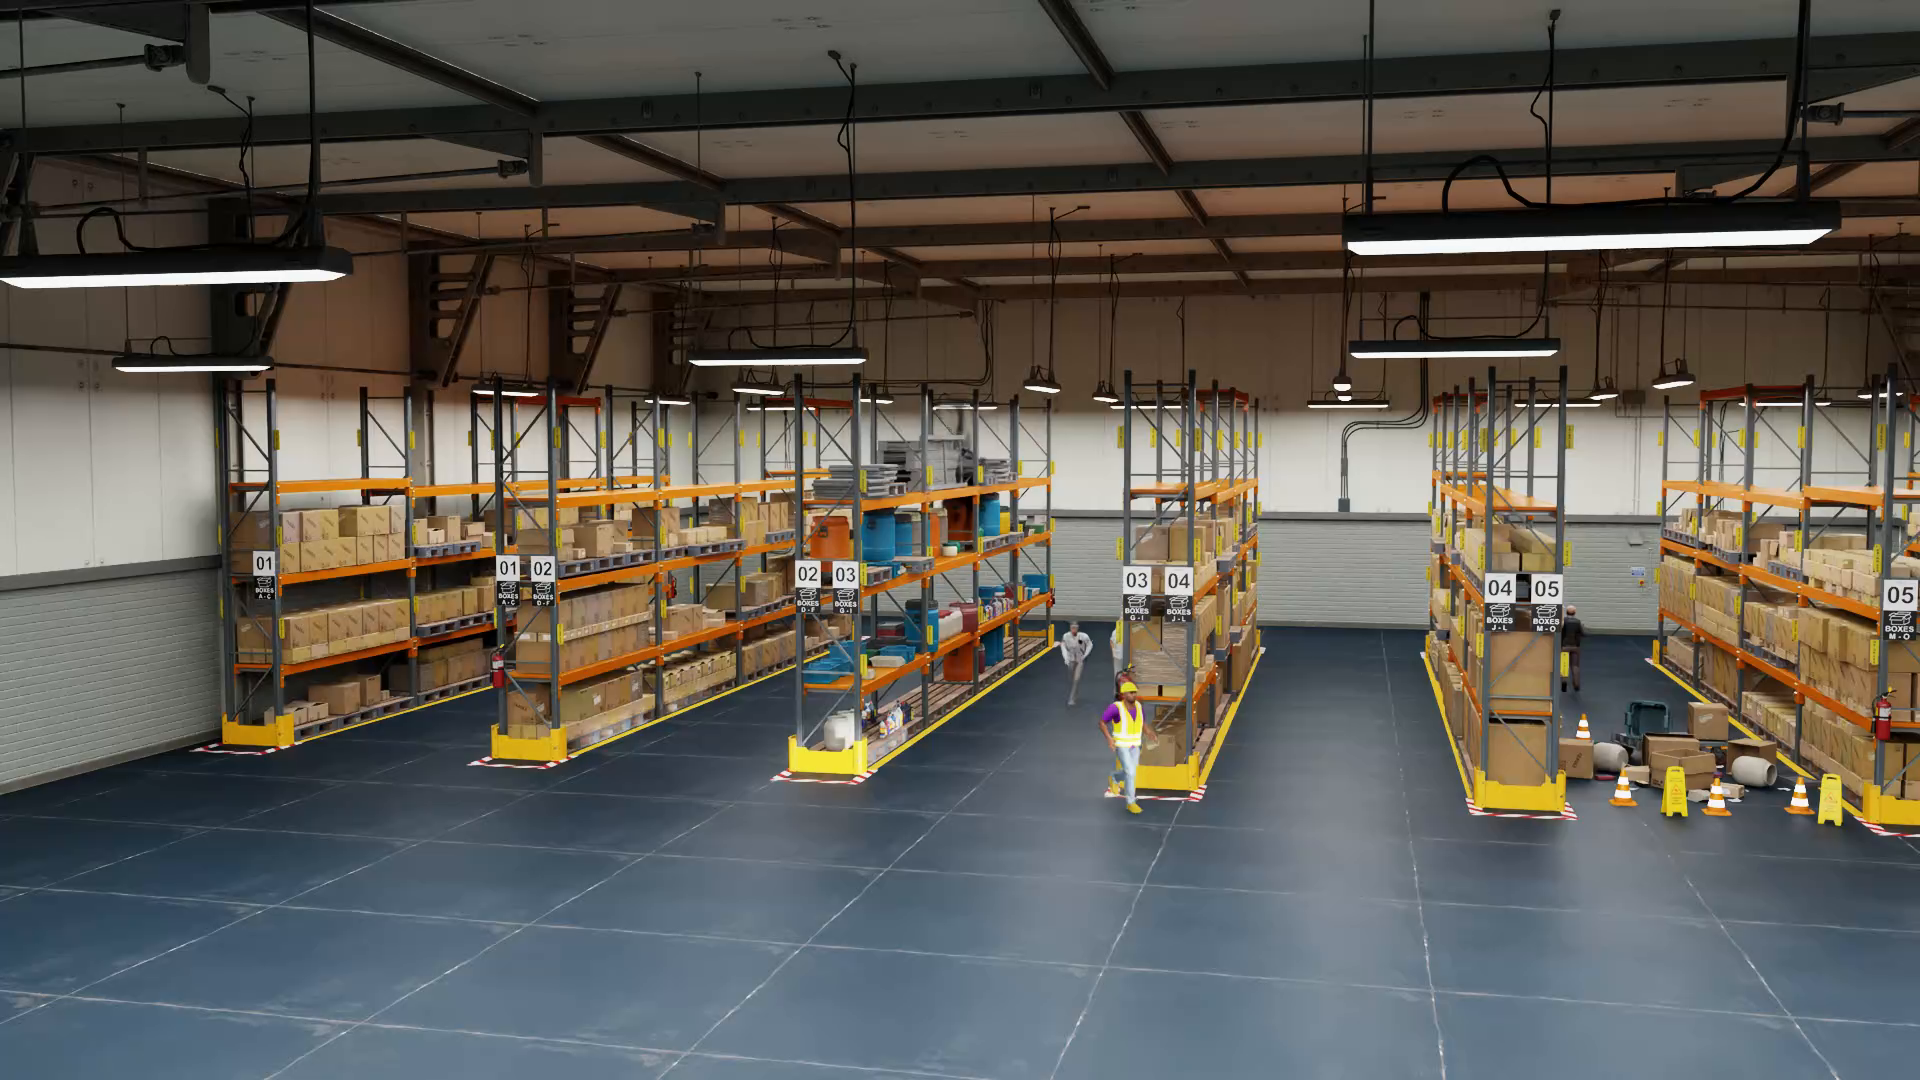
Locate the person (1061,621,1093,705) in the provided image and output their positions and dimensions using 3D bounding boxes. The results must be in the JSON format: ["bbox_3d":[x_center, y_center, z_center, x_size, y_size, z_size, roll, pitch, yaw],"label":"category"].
[{"bbox_3d":[2.215,2.322,31.703,0.591,1.630,0.798,1,3,10],"label":"person"}]

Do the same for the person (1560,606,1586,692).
[{"bbox_3d":[12.025,2.176,32.871,0.659,1.757,0.878,1,4,14],"label":"person"}]

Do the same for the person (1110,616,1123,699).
[{"bbox_3d":[3.136,2.272,31.829,0.586,1.634,0.576,1,4,13],"label":"person"}]

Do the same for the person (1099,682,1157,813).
[{"bbox_3d":[2.217,2.784,22.624,0.681,1.740,0.850,-2,4,-31],"label":"person"}]
